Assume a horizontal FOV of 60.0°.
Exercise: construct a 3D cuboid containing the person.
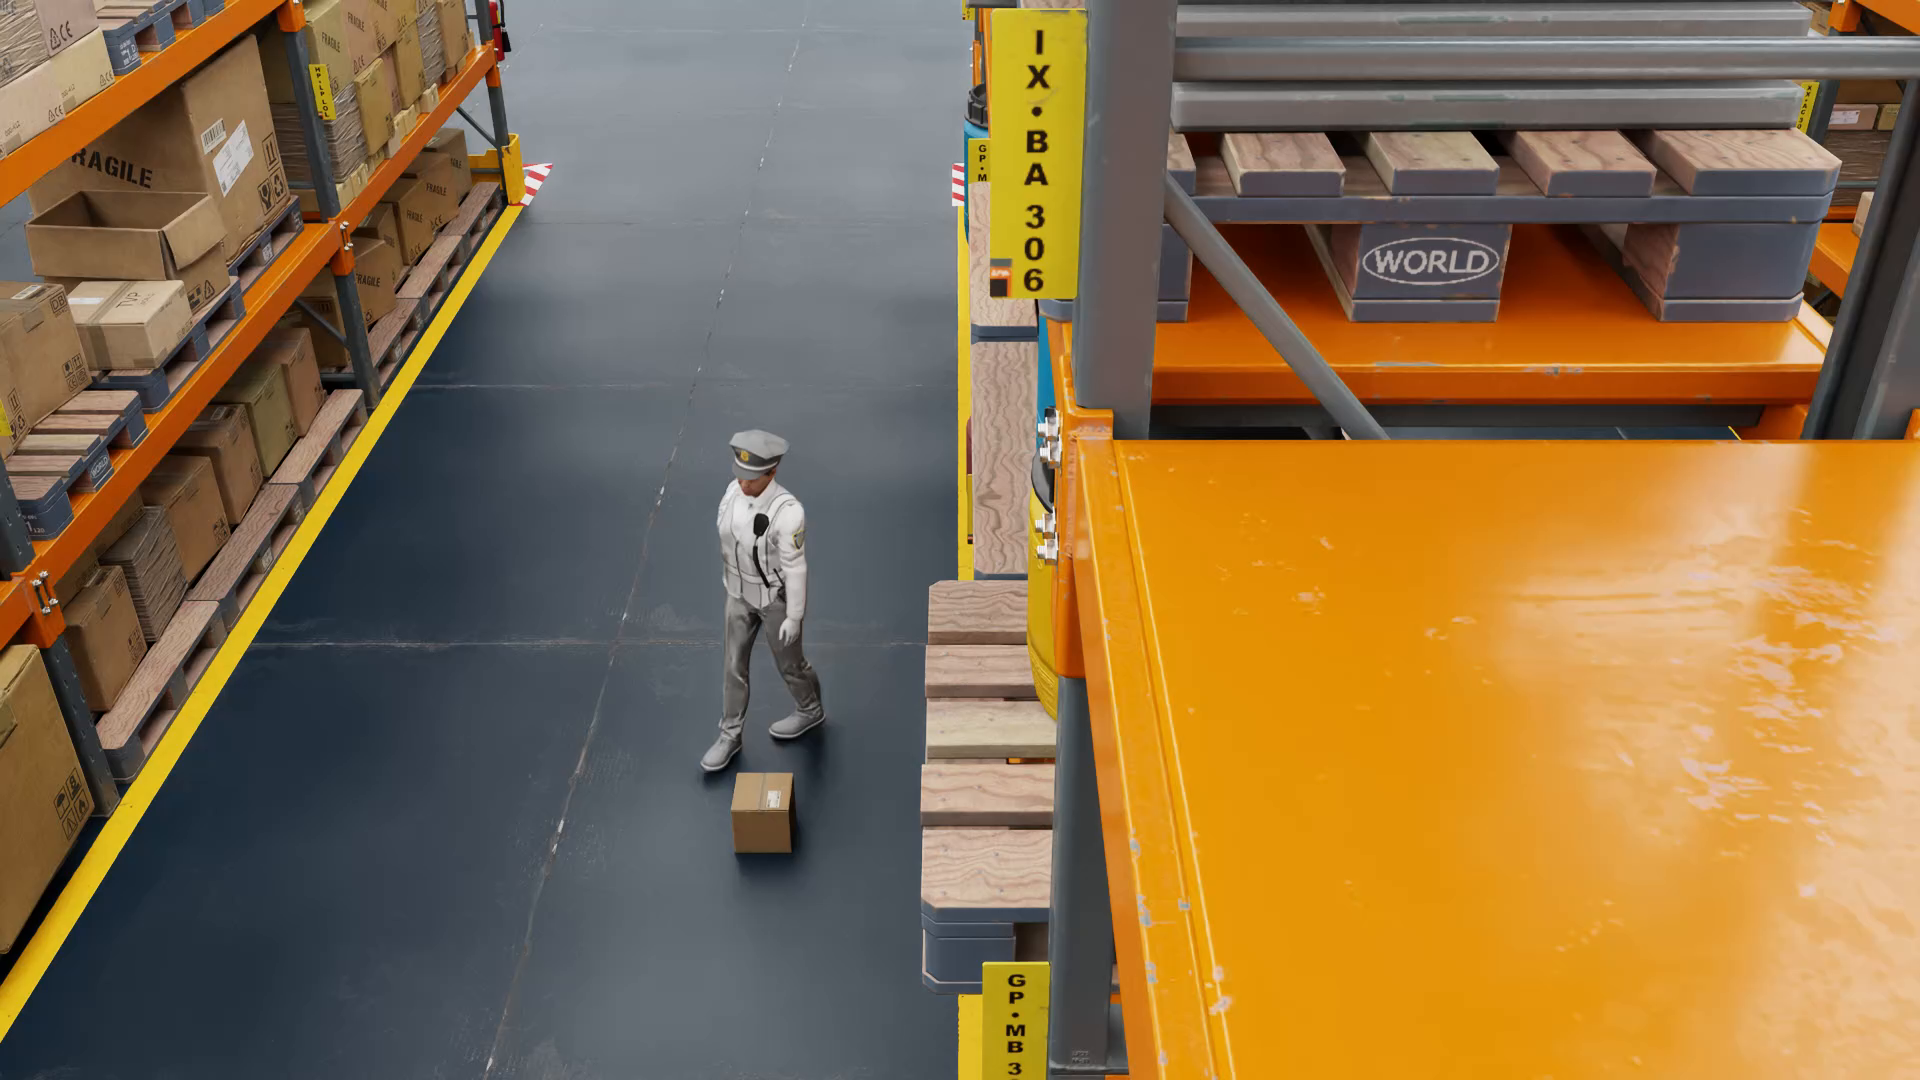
[{"bbox_3d":[-0.920,0.285,7.459,0.499,1.655,0.671,22,38,31],"label":"person"}]
